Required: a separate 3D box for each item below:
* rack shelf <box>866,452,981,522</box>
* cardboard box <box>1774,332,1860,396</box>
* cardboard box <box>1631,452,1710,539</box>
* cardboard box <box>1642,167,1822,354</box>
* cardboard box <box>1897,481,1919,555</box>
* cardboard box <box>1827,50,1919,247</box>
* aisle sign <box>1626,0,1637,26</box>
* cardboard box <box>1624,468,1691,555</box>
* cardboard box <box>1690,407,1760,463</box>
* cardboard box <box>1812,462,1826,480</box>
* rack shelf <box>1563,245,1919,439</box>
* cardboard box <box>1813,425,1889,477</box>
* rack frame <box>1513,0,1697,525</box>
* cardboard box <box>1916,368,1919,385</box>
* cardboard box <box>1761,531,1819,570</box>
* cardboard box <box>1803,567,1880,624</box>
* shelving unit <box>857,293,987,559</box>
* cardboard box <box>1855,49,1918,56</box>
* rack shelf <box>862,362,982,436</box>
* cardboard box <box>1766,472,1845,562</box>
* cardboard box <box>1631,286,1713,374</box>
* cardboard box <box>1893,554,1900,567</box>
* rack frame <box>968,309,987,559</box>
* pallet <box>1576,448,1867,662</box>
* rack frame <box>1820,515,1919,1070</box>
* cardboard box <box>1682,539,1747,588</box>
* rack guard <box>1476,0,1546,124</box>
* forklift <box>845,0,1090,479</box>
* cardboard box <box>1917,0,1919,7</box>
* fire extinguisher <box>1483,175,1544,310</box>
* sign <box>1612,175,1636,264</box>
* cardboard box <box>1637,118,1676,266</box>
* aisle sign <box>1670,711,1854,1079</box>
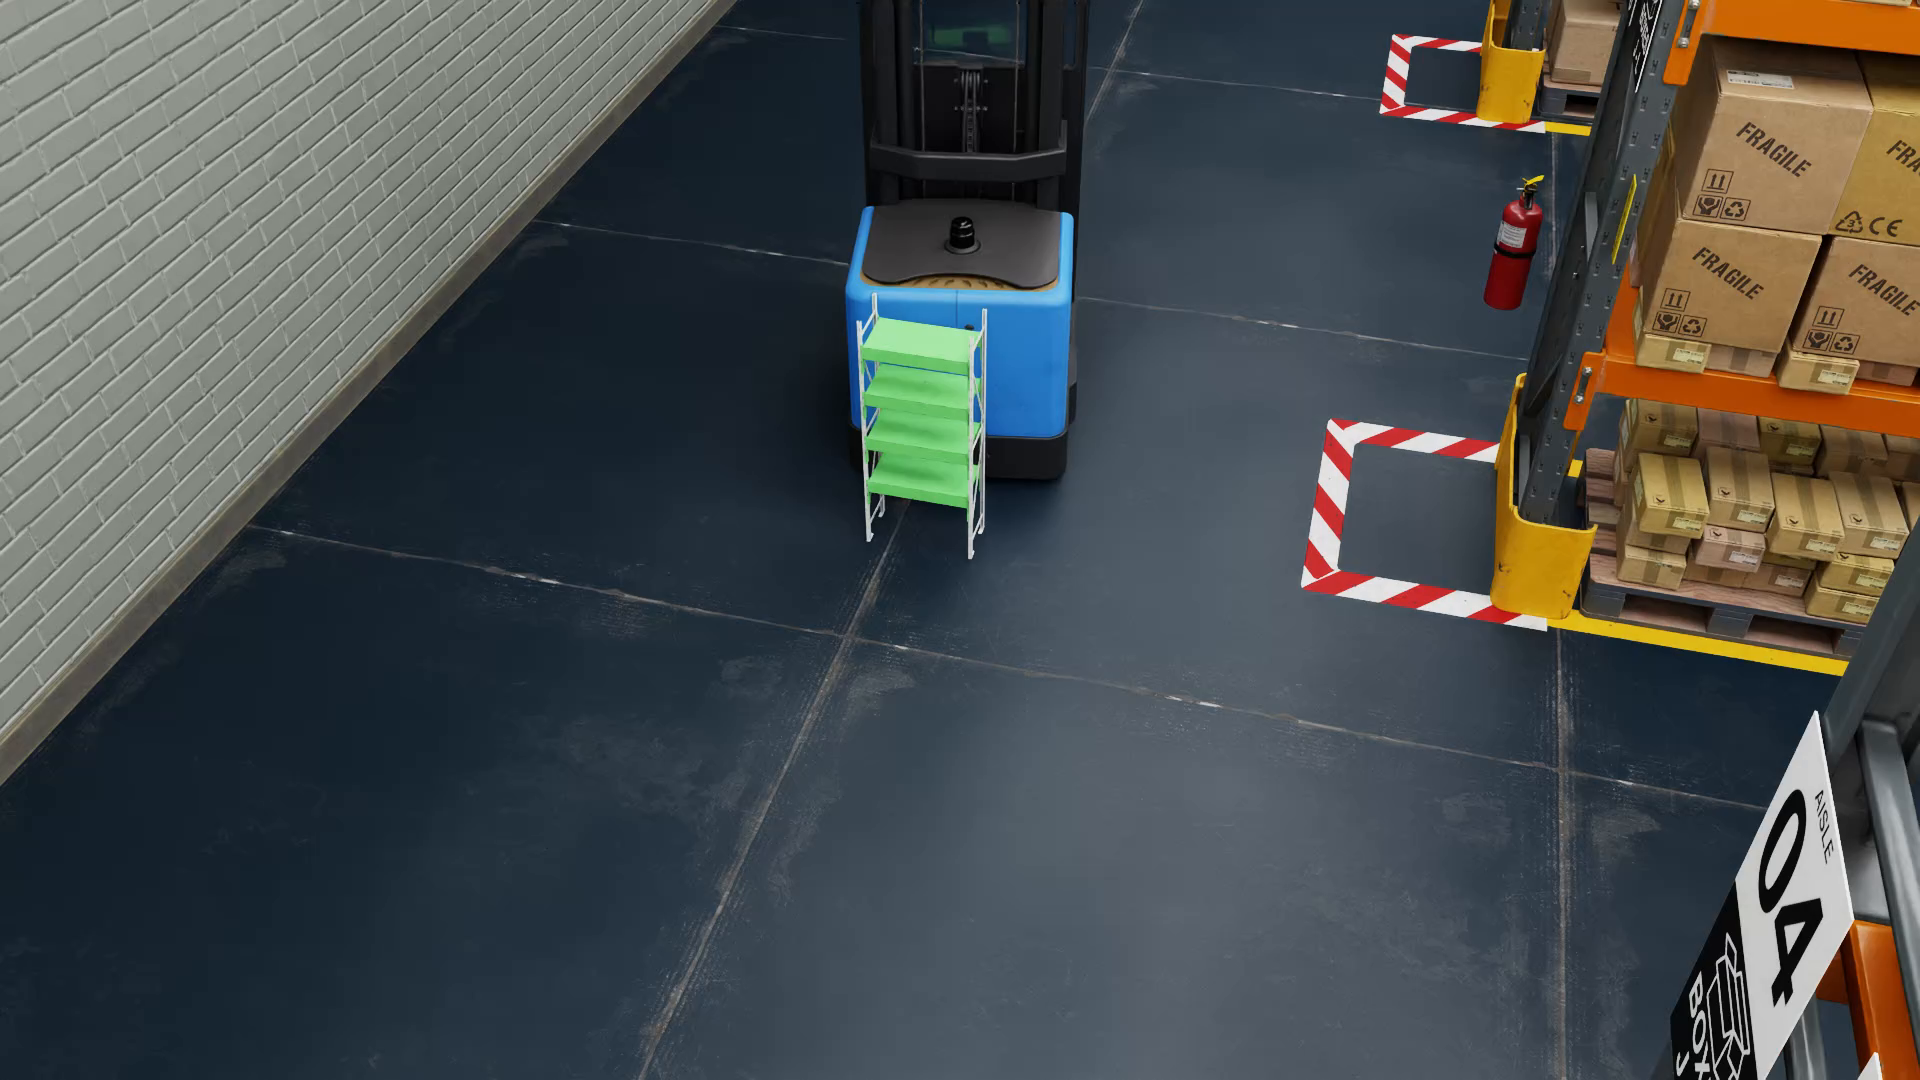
[{"bbox_3d":[-0.160,-0.254,7.592,0.480,0.148,0.258,10,41,11],"label":"rack shelf"},{"bbox_3d":[3.328,-0.743,6.498,0.250,0.149,0.380,9,41,10],"label":"cardboard box"},{"bbox_3d":[3.016,-0.190,7.072,0.250,0.149,0.380,8,41,9],"label":"cardboard box"},{"bbox_3d":[2.960,-1.098,6.416,0.500,0.500,0.500,12,41,13],"label":"cardboard box"},{"bbox_3d":[4.050,-0.056,6.912,0.250,0.149,0.380,11,41,13],"label":"cardboard box"},{"bbox_3d":[3.452,-1.407,6.007,0.500,0.500,0.500,11,41,13],"label":"cardboard box"},{"bbox_3d":[2.605,-2.386,6.237,0.004,0.787,0.394,10,41,11],"label":"aisle sign"},{"bbox_3d":[3.037,-0.128,7.229,0.250,0.149,0.380,11,41,13],"label":"cardboard box"},{"bbox_3d":[3.402,-0.481,7.418,0.250,0.149,0.380,11,41,12],"label":"cardboard box"},{"bbox_3d":[3.917,-0.270,7.398,0.250,0.149,0.380,9,41,11],"label":"cardboard box"},{"bbox_3d":[4.530,-0.584,6.672,4.000,0.370,1.077,10,41,11],"label":"rack shelf"},{"bbox_3d":[3.919,-0.434,7.362,0.250,0.149,0.380,8,41,10],"label":"cardboard box"},{"bbox_3d":[2.598,-1.192,6.837,0.127,3.000,1.000,10,41,11],"label":"rack frame"},{"bbox_3d":[3.870,-0.725,6.476,0.250,0.149,0.380,9,41,11],"label":"cardboard box"},{"bbox_3d":[3.547,-0.062,7.150,0.250,0.149,0.380,10,41,12],"label":"cardboard box"},{"bbox_3d":[3.755,0.165,7.111,0.250,0.149,0.380,10,41,12],"label":"cardboard box"},{"bbox_3d":[-0.160,-0.487,7.397,0.503,1.200,0.258,10,41,11],"label":"shelving unit"},{"bbox_3d":[3.593,-1.721,6.380,0.500,0.500,0.500,8,41,10],"label":"cardboard box"},{"bbox_3d":[-0.160,-0.622,7.284,0.480,0.148,0.258,10,41,11],"label":"rack shelf"},{"bbox_3d":[3.524,-0.098,6.962,0.250,0.149,0.380,10,41,11],"label":"cardboard box"},{"bbox_3d":[2.826,-0.838,6.611,0.250,0.149,0.380,9,41,11],"label":"cardboard box"},{"bbox_3d":[4.047,0.033,7.037,0.250,0.149,0.380,8,41,9],"label":"cardboard box"},{"bbox_3d":[0.076,-0.446,7.349,0.015,1.200,0.240,10,41,11],"label":"rack frame"},{"bbox_3d":[3.447,0.046,7.531,1.213,0.211,1.003,10,41,11],"label":"pallet"},{"bbox_3d":[1.218,-0.424,1.258,0.127,3.000,1.000,10,41,11],"label":"rack frame"},{"bbox_3d":[3.295,0.018,7.287,0.250,0.149,0.380,10,41,11],"label":"cardboard box"},{"bbox_3d":[3.756,-3.331,11.327,0.348,0.500,1.175,10,41,11],"label":"rack guard"},{"bbox_3d":[0.082,-2.347,8.265,1.130,2.935,3.031,2,40,3],"label":"forklift"},{"bbox_3d":[3.473,-1.959,5.535,0.500,0.250,0.500,11,41,13],"label":"cardboard box"},{"bbox_3d":[2.474,-1.348,7.373,0.183,0.674,0.296,10,41,11],"label":"fire extinguisher"},{"bbox_3d":[2.457,-1.186,6.157,0.005,0.325,0.100,10,41,11],"label":"sign"},{"bbox_3d":[3.098,-1.429,6.810,0.500,0.500,0.500,11,41,12],"label":"cardboard box"},{"bbox_3d":[1.226,0.679,2.588,0.004,0.787,0.394,10,41,11],"label":"aisle sign"}]
